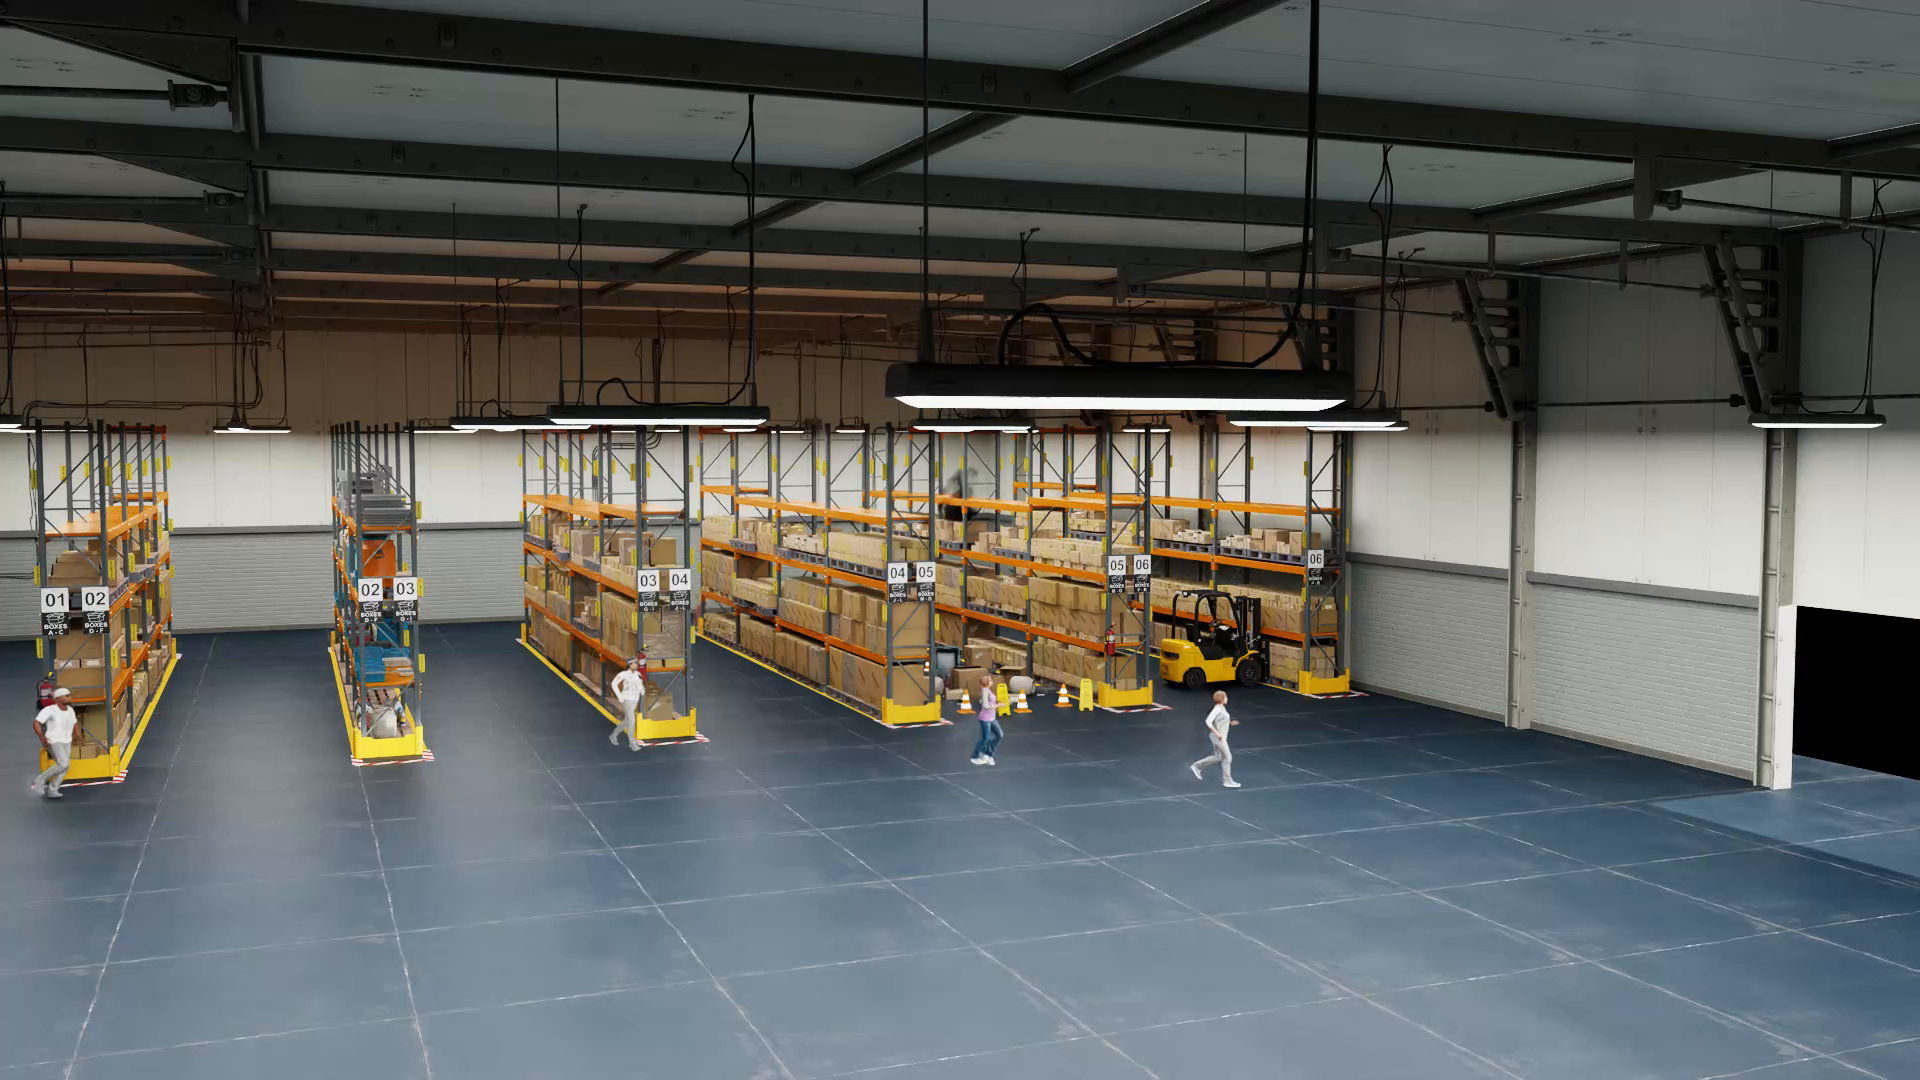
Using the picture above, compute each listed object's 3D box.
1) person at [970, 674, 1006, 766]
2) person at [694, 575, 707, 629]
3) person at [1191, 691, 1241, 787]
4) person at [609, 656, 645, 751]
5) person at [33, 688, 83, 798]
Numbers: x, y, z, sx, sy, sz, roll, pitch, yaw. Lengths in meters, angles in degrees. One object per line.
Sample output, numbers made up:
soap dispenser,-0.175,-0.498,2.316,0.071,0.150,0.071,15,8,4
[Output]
person,0.495,3.125,28.787,0.639,1.608,0.517,1,4,13
person,-7.625,1.833,49.302,0.667,1.627,0.643,-2,4,-26
person,4.164,3.229,27.046,0.804,1.575,0.538,1,4,10
person,-6.062,2.980,30.562,0.802,1.704,0.609,2,4,30
person,-14.314,3.218,26.472,0.557,1.712,0.734,1,4,12
